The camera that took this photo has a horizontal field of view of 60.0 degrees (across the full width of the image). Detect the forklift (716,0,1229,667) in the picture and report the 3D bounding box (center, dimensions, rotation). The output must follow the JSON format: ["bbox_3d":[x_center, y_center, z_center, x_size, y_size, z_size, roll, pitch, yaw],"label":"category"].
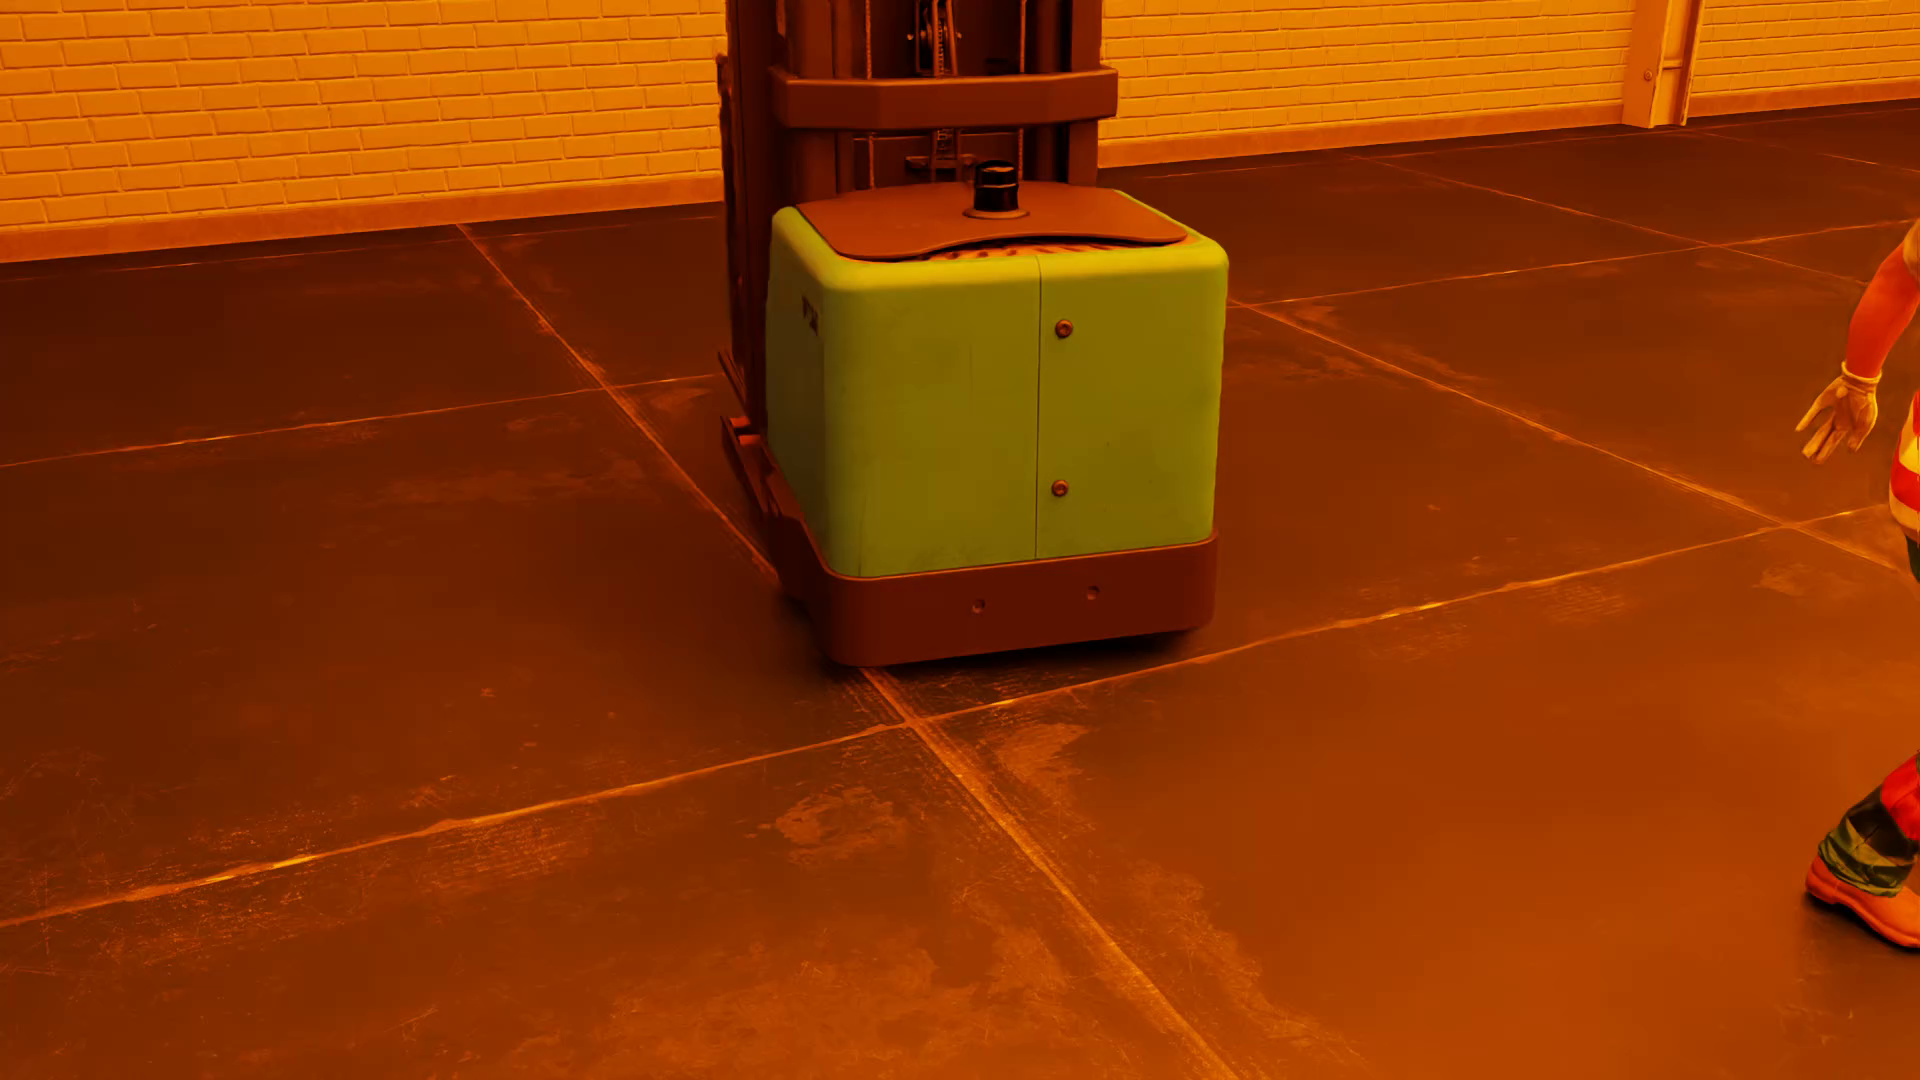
[{"bbox_3d":[-0.199,-1.572,5.071,1.130,2.935,3.031,-6,23,-14],"label":"forklift"}]

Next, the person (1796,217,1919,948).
[{"bbox_3d":[1.904,-0.034,3.011,0.787,1.756,0.673,13,26,29],"label":"person"}]
